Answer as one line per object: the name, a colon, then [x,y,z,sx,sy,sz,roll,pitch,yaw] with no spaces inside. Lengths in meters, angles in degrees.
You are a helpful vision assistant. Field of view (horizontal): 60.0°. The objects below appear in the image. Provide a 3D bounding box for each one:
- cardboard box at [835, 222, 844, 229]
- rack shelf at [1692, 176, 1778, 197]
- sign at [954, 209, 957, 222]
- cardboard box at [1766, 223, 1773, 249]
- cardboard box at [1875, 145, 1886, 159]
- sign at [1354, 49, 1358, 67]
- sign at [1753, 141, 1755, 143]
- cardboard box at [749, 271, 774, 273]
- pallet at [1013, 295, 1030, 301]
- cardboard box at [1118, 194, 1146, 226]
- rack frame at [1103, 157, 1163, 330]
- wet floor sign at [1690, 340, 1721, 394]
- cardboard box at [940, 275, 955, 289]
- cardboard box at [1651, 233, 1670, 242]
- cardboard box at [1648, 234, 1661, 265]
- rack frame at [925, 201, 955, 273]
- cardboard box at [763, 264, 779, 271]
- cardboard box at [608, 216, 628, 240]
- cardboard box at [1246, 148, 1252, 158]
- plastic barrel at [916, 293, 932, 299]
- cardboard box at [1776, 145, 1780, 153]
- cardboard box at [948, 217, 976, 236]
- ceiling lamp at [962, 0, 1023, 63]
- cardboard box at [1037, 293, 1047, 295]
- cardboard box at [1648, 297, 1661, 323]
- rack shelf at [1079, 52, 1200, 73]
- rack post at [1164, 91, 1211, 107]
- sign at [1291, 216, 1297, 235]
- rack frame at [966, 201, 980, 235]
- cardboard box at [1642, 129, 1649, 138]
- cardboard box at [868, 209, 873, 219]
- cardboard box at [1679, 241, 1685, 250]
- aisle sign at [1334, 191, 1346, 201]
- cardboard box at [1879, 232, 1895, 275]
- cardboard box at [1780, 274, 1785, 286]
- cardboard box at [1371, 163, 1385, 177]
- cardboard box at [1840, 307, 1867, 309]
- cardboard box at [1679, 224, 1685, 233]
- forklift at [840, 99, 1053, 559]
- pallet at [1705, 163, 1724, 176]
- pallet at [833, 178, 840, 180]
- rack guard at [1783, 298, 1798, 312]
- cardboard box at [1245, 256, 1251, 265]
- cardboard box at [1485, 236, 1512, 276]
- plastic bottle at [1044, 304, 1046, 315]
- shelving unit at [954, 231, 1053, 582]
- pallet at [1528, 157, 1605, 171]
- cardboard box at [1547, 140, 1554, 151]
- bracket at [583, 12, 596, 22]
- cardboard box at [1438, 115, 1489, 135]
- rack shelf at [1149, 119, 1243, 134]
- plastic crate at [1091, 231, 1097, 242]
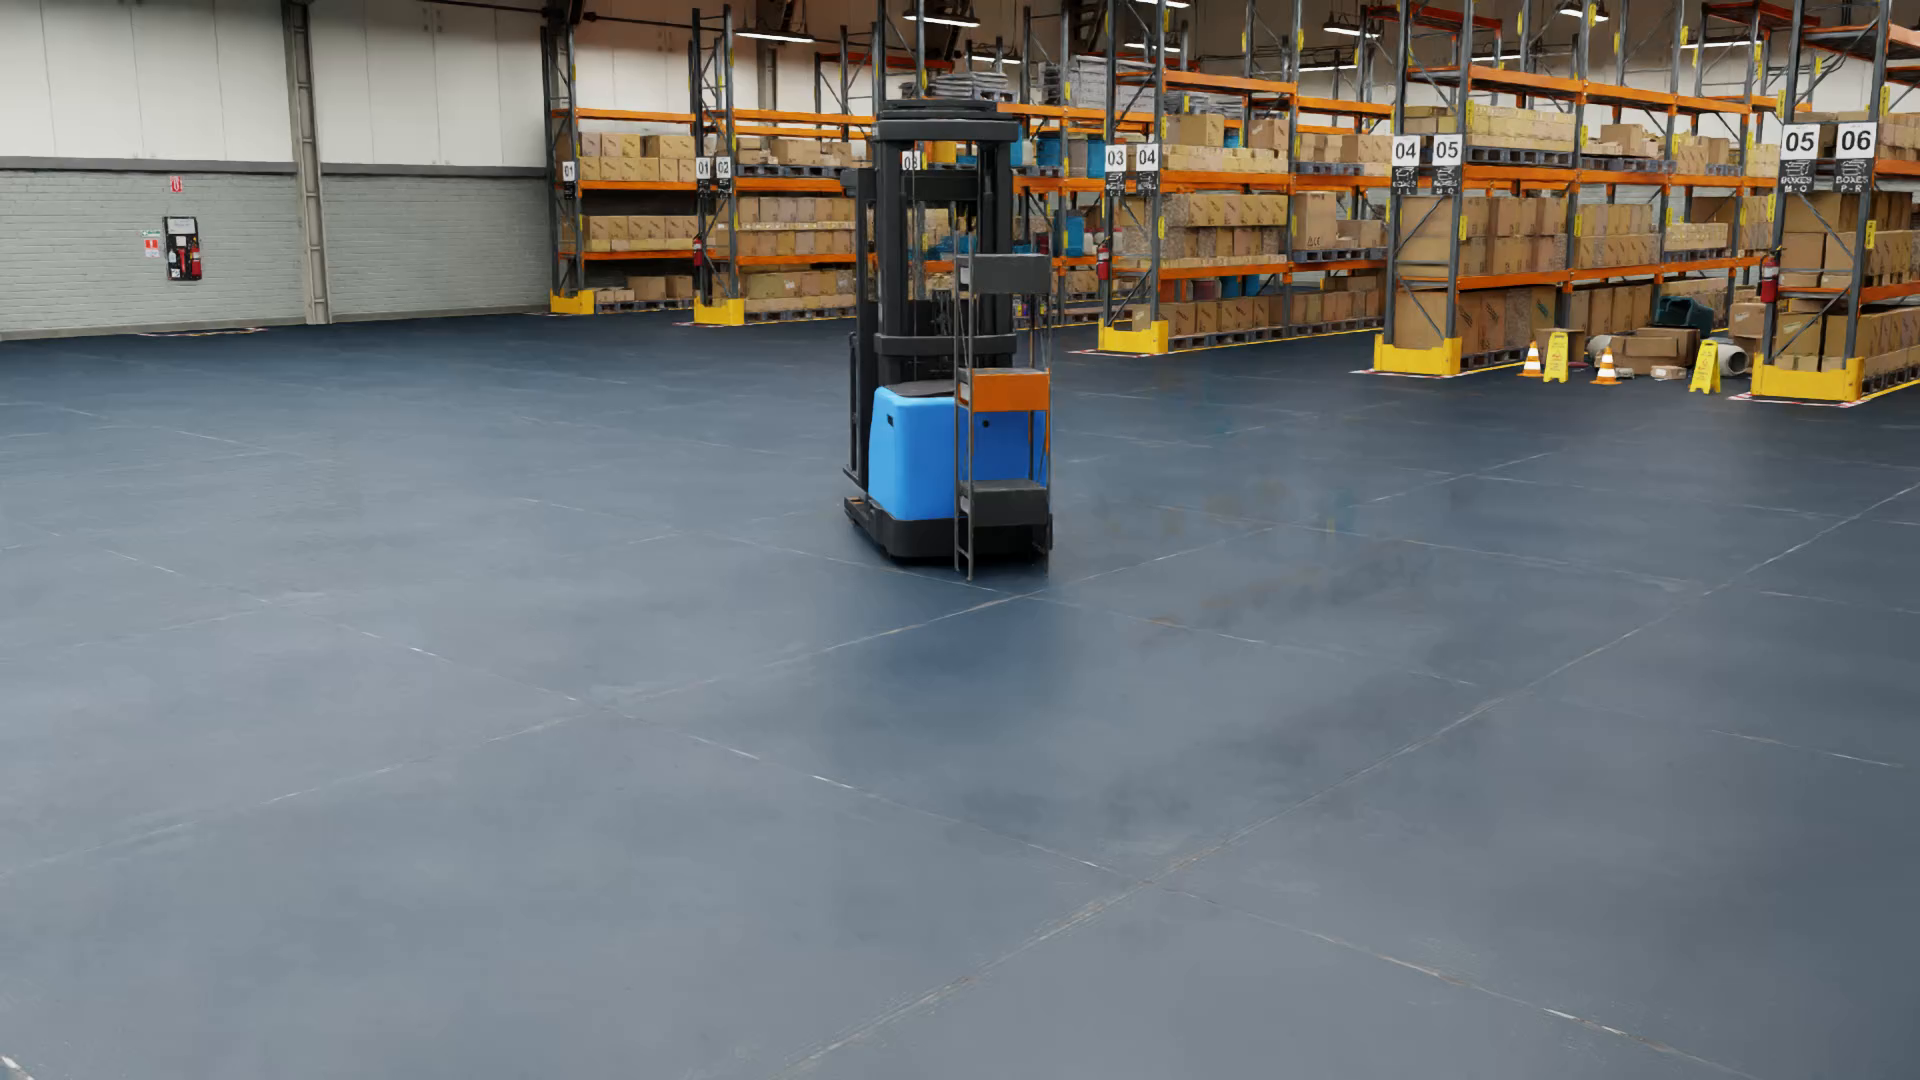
cardboard box: [-2.625,-6.525,34.515,0.380,0.149,0.250,10,15,40]
rack shelf: [15.601,-6.991,32.939,1.077,0.370,4.000,10,15,40]
sign: [-0.126,-8.616,44.144,0.100,0.325,0.005,10,15,40]
cardboard box: [15.810,-6.039,32.983,0.500,0.500,0.500,11,16,43]
cardboard box: [10.608,-4.542,19.485,0.380,0.149,0.250,10,15,40]
sign: [7.562,-9.195,31.690,0.100,0.325,0.005,10,15,40]
sign: [16.514,-8.137,34.608,0.100,0.325,0.005,10,15,40]
cardboard box: [-3.959,-5.242,34.039,0.500,0.500,0.500,10,15,40]
pallet: [1.064,-5.665,39.242,1.003,0.211,1.213,10,15,40]
cardboard box: [2.878,-5.267,26.563,0.500,0.500,0.500,10,15,40]
rack frame: [2.701,-4.469,26.135,1.000,3.000,0.127,10,15,40]
wet floor sign: [9.216,-2.144,20.503,0.232,0.644,0.267,-6,13,-28]
cardboard box: [-0.291,-5.800,37.314,0.500,0.311,0.500,10,15,40]
cardboard box: [12.110,-5.264,28.923,0.380,0.149,0.250,11,15,43]
cardboard box: [11.545,-4.938,28.227,0.500,0.500,0.500,10,15,40]
rack frame: [-0.540,-8.156,44.594,1.000,3.000,0.127,10,15,40]
cardboard box: [-4.719,-6.589,40.094,0.500,0.250,0.500,9,15,39]
cardboard box: [-7.587,-6.797,36.208,0.500,0.500,0.500,10,15,41]
cardboard box: [4.609,-6.417,27.596,0.380,0.149,0.250,11,15,42]
plastic barrel: [-0.643,-4.202,30.078,0.421,0.512,0.421,0,11,0]
cardboard box: [15.891,-7.695,32.714,0.380,0.149,0.250,9,15,39]
cardboard box: [-0.170,-8.381,44.953,0.980,0.700,0.700,10,15,41]
ceiling lamp: [1.017,-13.475,41.003,0.800,3.185,2.000,10,15,40]
cardboard box: [1.734,-6.098,39.551,0.500,0.500,0.500,10,15,40]
cardboard box: [12.299,-4.041,29.302,0.500,0.500,0.500,9,14,38]
rack shelf: [4.503,-12.029,42.020,1.077,0.370,4.000,10,15,40]
rack post: [4.709,-9.303,35.214,0.954,0.300,0.937,10,15,40]
sign: [5.754,-5.413,28.651,0.100,0.325,0.005,10,15,40]
rack frame: [0.543,-6.927,38.443,1.000,3.000,0.127,10,15,40]
cardboard box: [11.713,-6.978,28.830,0.396,0.266,0.258,10,15,40]
cardboard box: [-2.333,-8.252,42.097,0.500,0.250,0.500,9,15,40]
cardboard box: [12.620,-5.232,29.522,0.380,0.149,0.250,11,16,43]
aisle sign: [9.366,-8.787,41.118,0.394,0.787,0.004,10,15,40]
cardboard box: [11.005,-3.493,20.234,0.500,0.500,0.500,10,15,42]
cardboard box: [10.315,-3.199,20.417,0.380,0.149,0.250,10,15,40]
cardboard box: [7.535,-6.867,30.866,0.500,0.250,0.500,10,15,40]
cardboard box: [11.505,-2.793,21.779,0.500,0.500,0.500,11,16,43]
cardboard box: [12.607,-5.522,29.455,0.380,0.149,0.250,9,14,38]
forklift: [-0.229,-1.562,11.754,1.130,2.935,3.031,-3,12,-13]
pallet: [13.111,-6.727,30.262,1.213,0.211,1.003,10,15,40]
pallet: [-2.796,-9.047,41.881,1.213,0.211,1.003,11,16,43]
rack guard: [16.871,-4.930,34.825,1.175,0.500,0.348,10,15,40]
cardboard box: [4.692,-4.729,28.079,0.380,0.149,0.250,10,15,40]
cardboard box: [7.381,-4.097,23.888,0.875,0.550,0.550,10,15,40]
plastic bottle: [1.615,-4.448,32.050,0.097,0.201,0.097,0,11,0]
shelving unit: [0.258,-0.824,10.180,0.503,2.100,0.431,-3,12,-14]
pallet: [9.568,-5.920,26.229,0.805,0.209,1.217,9,14,38]
cardboard box: [8.496,-5.796,24.436,0.380,0.149,0.250,10,15,41]
bracket: [-8.109,-11.327,35.966,0.235,0.232,0.430,10,15,40]
cardboard box: [6.871,-5.649,22.680,0.500,0.250,0.500,10,15,40]
rack shelf: [5.581,-8.974,36.229,1.077,0.370,4.000,10,15,40]
plastic crate: [2.965,-6.120,34.236,0.402,0.464,0.583,10,15,40]
